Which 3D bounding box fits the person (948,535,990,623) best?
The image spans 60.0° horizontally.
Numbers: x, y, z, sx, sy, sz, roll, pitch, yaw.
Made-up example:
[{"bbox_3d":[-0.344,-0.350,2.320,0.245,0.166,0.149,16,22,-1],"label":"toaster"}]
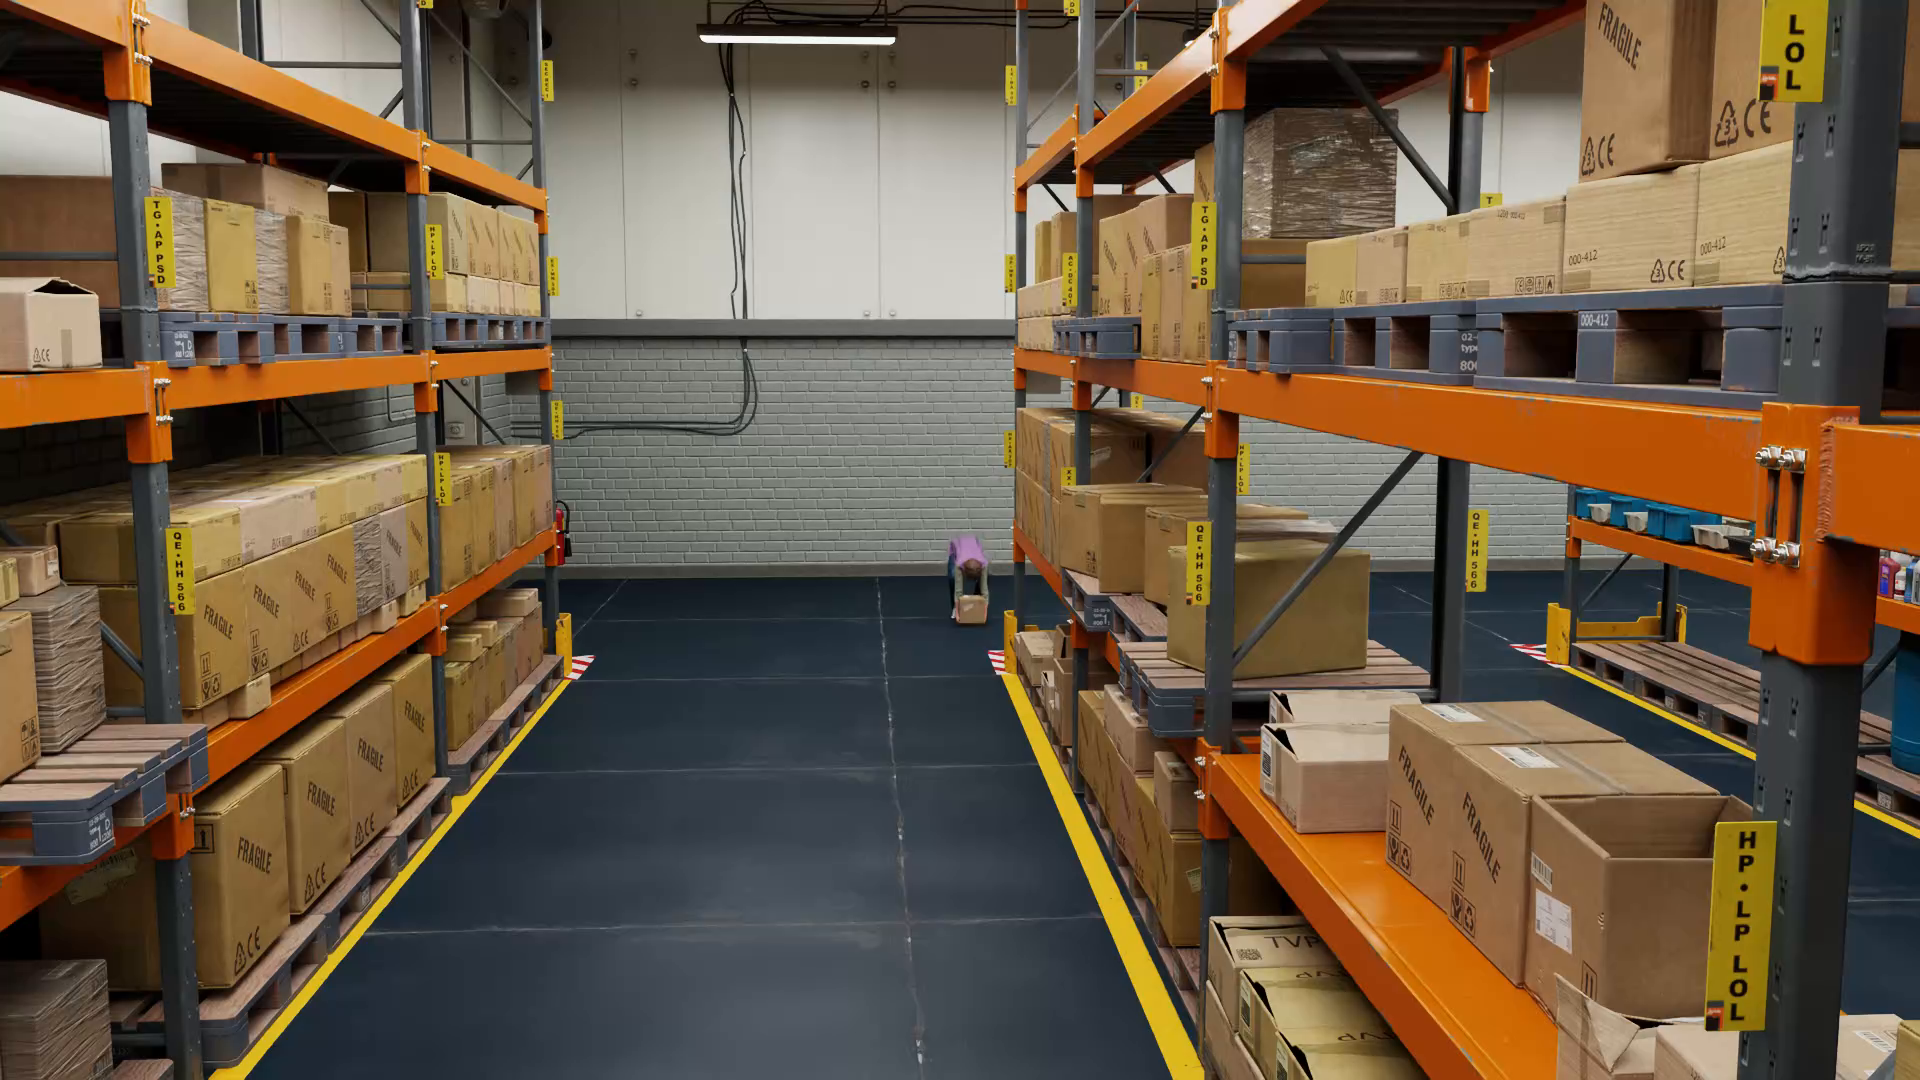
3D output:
[{"bbox_3d":[0.096,0.402,17.046,0.427,0.860,0.854,-1,7,-6],"label":"person"}]
